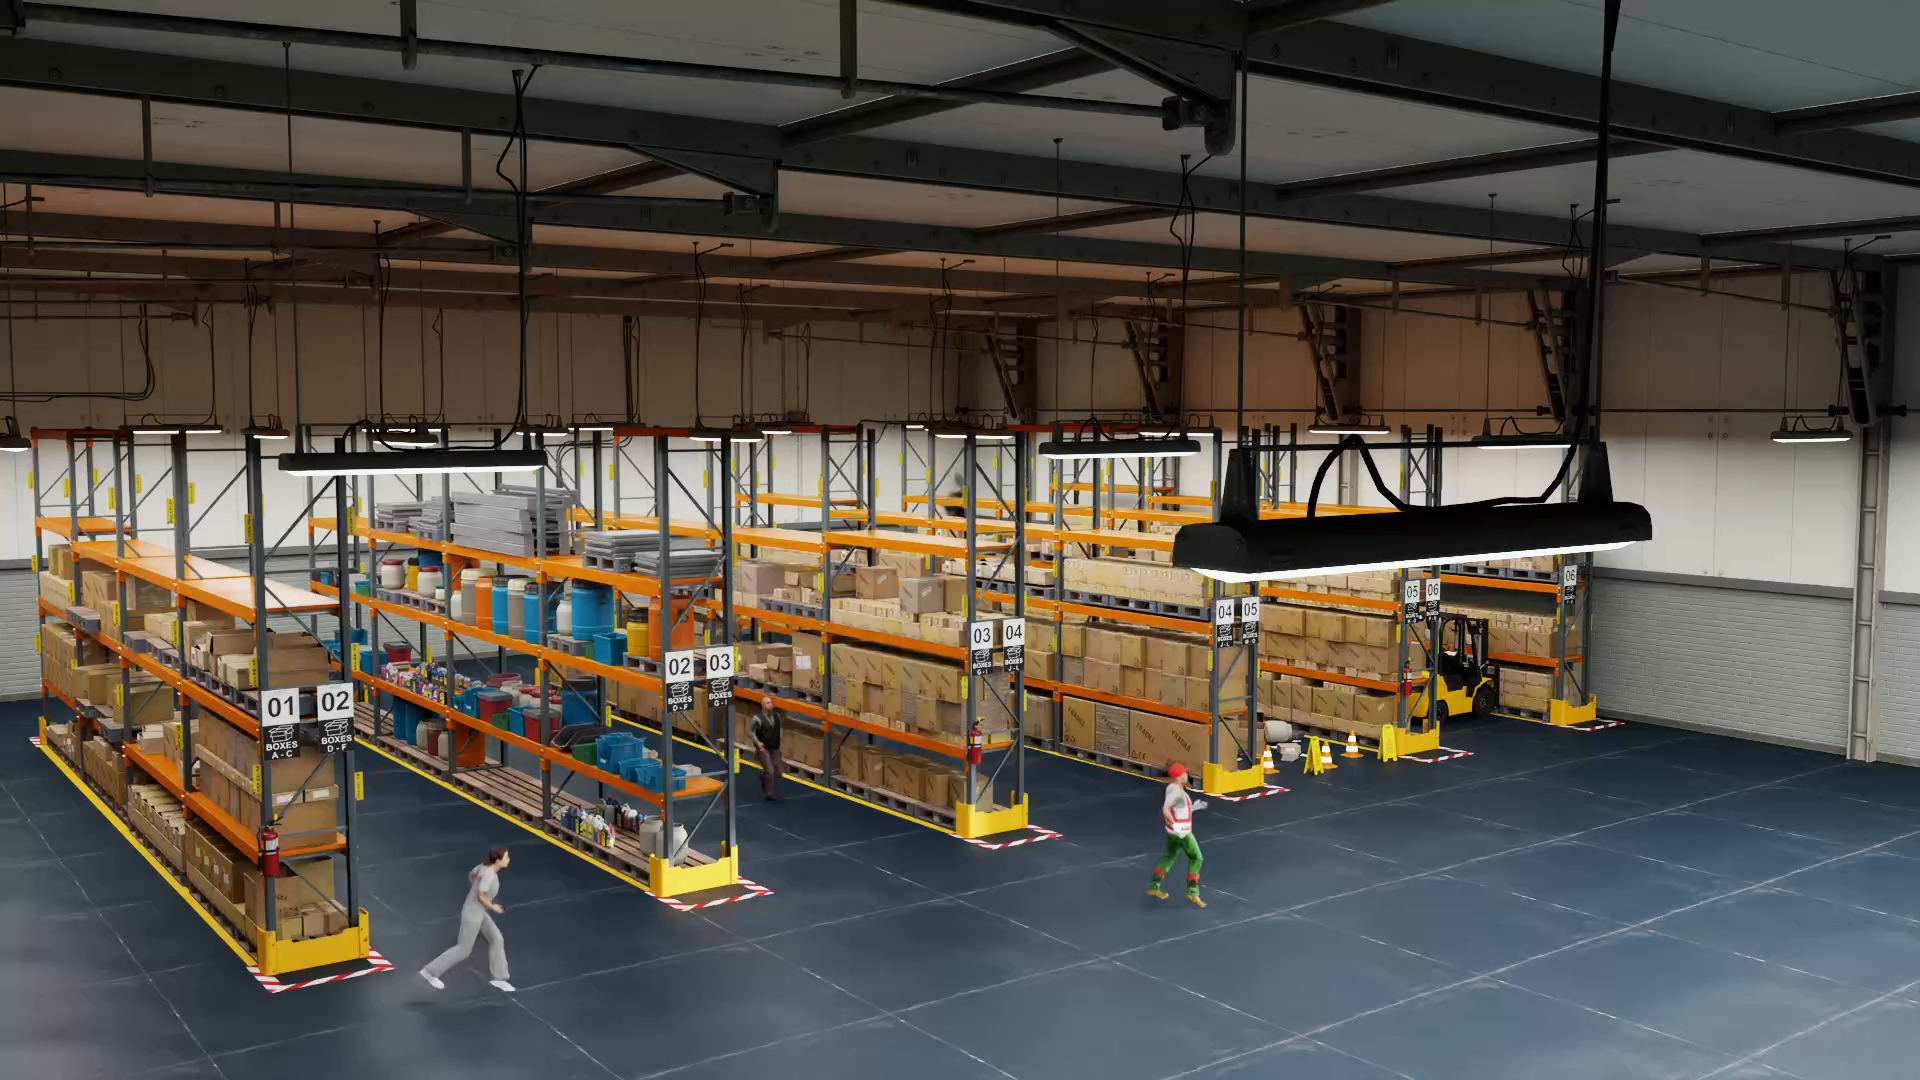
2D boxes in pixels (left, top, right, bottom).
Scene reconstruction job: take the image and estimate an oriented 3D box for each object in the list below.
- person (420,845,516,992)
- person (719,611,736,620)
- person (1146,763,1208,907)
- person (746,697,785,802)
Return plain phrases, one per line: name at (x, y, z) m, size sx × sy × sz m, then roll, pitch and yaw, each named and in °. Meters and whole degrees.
person at (-5.339, 4.139, 18.020) m, size 0.998 × 1.642 × 0.598 m, roll -2°, pitch 5°, yaw -19°
person at (-5.711, 2.237, 41.424) m, size 0.720 × 1.782 × 0.791 m, roll 3°, pitch 6°, yaw 37°
person at (2.784, 3.767, 21.219) m, size 0.797 × 1.849 × 0.649 m, roll -1°, pitch 5°, yaw -9°
person at (-3.137, 3.377, 26.937) m, size 0.652 × 1.680 × 0.640 m, roll -4°, pitch 6°, yaw -39°
